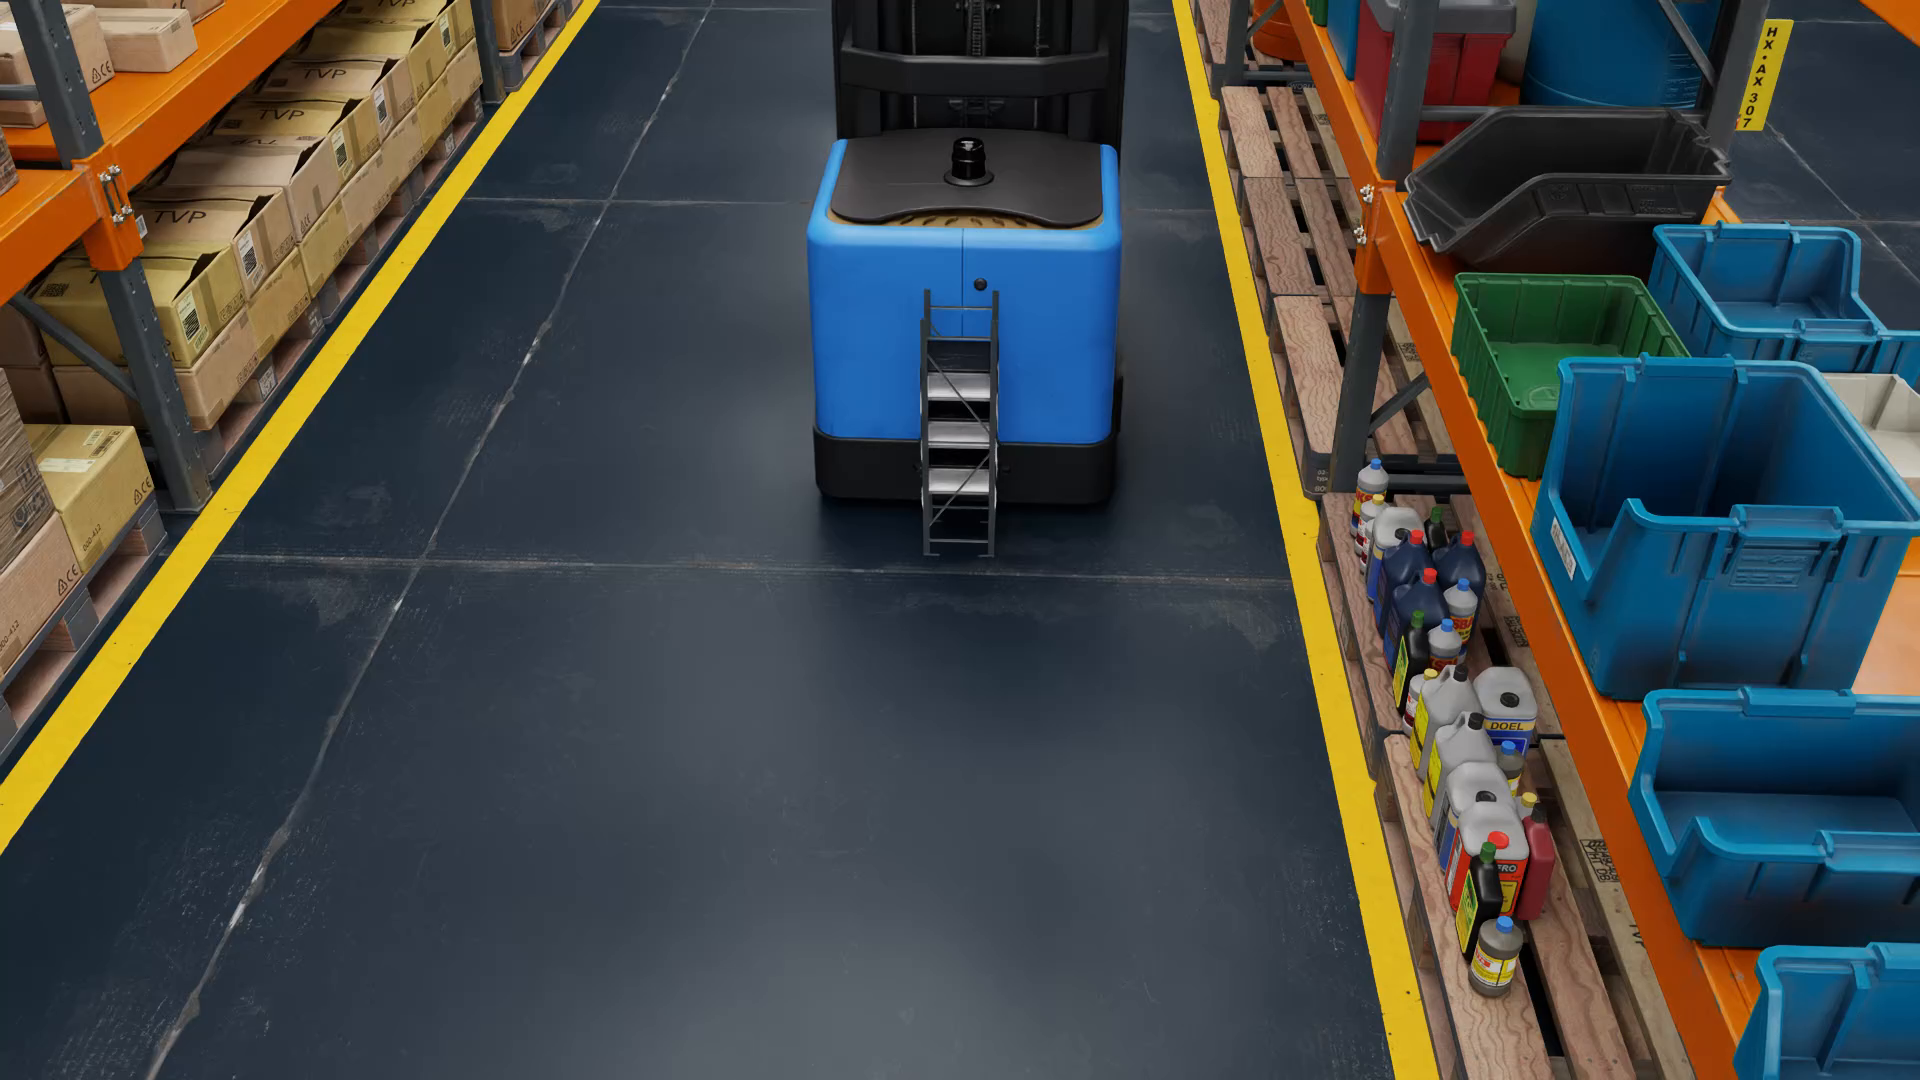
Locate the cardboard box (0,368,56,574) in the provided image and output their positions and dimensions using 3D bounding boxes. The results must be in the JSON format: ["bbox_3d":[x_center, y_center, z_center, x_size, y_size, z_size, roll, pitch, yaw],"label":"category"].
[{"bbox_3d":[-3.016,-0.160,4.742,0.500,0.500,0.500,1,35,2],"label":"cardboard box"}]

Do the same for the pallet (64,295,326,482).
[{"bbox_3d":[-3.193,-0.648,6.488,1.003,0.211,1.213,1,35,2],"label":"pallet"}]

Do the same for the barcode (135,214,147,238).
[{"bbox_3d":[-2.757,-1.051,5.594,0.001,0.075,0.075,1,35,2],"label":"barcode"}]

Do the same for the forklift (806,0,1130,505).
[{"bbox_3d":[0.087,-2.145,6.253,1.130,2.935,3.031,2,35,2],"label":"forklift"}]

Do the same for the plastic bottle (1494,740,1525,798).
[{"bbox_3d":[1.409,0.608,4.327,0.097,0.201,0.097,0,35,0],"label":"plastic bottle"}]

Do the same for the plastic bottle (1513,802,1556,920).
[{"bbox_3d":[1.384,0.774,4.019,0.061,0.283,0.133,1,35,2],"label":"plastic bottle"}]

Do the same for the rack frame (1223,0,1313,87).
[{"bbox_3d":[1.926,-3.546,8.187,1.000,3.000,0.127,1,35,2],"label":"rack frame"}]

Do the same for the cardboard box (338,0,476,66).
[{"bbox_3d":[-2.798,-2.632,8.425,0.500,0.311,0.500,2,35,3],"label":"cardboard box"}]

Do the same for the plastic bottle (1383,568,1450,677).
[{"bbox_3d":[1.311,0.219,4.751,0.144,0.351,0.185,0,35,0],"label":"plastic bottle"}]

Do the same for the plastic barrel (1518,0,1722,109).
[{"bbox_3d":[2.084,-1.668,5.079,0.600,0.901,0.708,1,35,2],"label":"plastic barrel"}]

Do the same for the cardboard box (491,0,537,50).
[{"bbox_3d":[-2.719,-3.075,9.308,0.500,0.500,0.500,3,35,4],"label":"cardboard box"}]

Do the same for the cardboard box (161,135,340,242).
[{"bbox_3d":[-2.873,-1.457,6.753,0.500,0.311,0.500,0,35,0],"label":"cardboard box"}]

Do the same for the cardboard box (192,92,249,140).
[{"bbox_3d":[-3.393,-1.754,7.176,0.500,0.311,0.500,1,35,1],"label":"cardboard box"}]

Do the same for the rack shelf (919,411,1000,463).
[{"bbox_3d":[0.000,-0.346,5.517,0.258,0.077,0.200,1,35,2],"label":"rack shelf"}]

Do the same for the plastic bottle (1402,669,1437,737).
[{"bbox_3d":[1.276,0.442,4.564,0.097,0.201,0.097,0,35,0],"label":"plastic bottle"}]

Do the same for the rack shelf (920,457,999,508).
[{"bbox_3d":[0.000,-0.198,5.621,0.258,0.077,0.200,1,35,2],"label":"rack shelf"}]

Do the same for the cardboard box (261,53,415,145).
[{"bbox_3d":[-2.835,-2.043,7.587,0.500,0.311,0.500,1,35,2],"label":"cardboard box"}]

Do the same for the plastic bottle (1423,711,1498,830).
[{"bbox_3d":[1.286,0.570,4.252,0.144,0.351,0.185,3,35,4],"label":"plastic bottle"}]

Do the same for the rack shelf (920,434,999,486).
[{"bbox_3d":[0.000,-0.272,5.569,0.258,0.077,0.200,1,35,2],"label":"rack shelf"}]

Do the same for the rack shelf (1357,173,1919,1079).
[{"bbox_3d":[1.685,0.196,3.489,1.077,0.370,4.000,1,35,2],"label":"rack shelf"}]

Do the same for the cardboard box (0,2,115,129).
[{"bbox_3d":[-3.208,-1.587,5.530,0.500,0.250,0.500,3,35,5],"label":"cardboard box"}]

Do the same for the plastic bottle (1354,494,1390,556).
[{"bbox_3d":[1.311,-0.052,5.266,0.097,0.201,0.097,0,35,0],"label":"plastic bottle"}]

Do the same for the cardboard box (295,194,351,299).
[{"bbox_3d":[-2.880,-1.229,6.915,0.500,0.250,0.500,0,35,0],"label":"cardboard box"}]

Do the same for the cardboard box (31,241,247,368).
[{"bbox_3d":[-2.918,-0.872,5.921,0.500,0.311,0.500,1,35,2],"label":"cardboard box"}]

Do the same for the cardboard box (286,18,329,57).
[{"bbox_3d":[-3.350,-2.343,8.013,0.500,0.311,0.500,1,35,1],"label":"cardboard box"}]

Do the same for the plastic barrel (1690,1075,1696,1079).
[{"bbox_3d":[1.575,1.228,3.192,0.421,0.512,0.421,0,35,0],"label":"plastic barrel"}]

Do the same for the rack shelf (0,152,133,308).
[{"bbox_3d":[-3.264,0.079,3.654,1.077,0.370,4.000,1,35,2],"label":"rack shelf"}]

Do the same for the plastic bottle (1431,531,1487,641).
[{"bbox_3d":[1.463,0.113,4.901,0.144,0.351,0.185,1,35,2],"label":"plastic bottle"}]

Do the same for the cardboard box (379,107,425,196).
[{"bbox_3d":[-2.841,-1.816,7.752,0.500,0.250,0.500,2,35,3],"label":"cardboard box"}]

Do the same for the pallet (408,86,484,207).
[{"bbox_3d":[-3.095,-2.050,8.483,1.003,0.211,1.213,1,35,2],"label":"pallet"}]

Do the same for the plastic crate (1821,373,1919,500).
[{"bbox_3d":[1.953,-0.201,3.657,0.530,0.136,0.437,1,35,2],"label":"plastic crate"}]

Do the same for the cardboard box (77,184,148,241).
[{"bbox_3d":[-3.439,-1.179,6.357,0.500,0.311,0.500,2,35,3],"label":"cardboard box"}]

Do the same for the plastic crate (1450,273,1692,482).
[{"bbox_3d":[1.429,-0.388,3.877,0.450,0.188,0.662,1,35,2],"label":"plastic crate"}]

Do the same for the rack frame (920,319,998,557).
[{"bbox_3d":[-0.004,-0.314,5.415,0.240,0.900,0.006,1,35,2],"label":"rack frame"}]

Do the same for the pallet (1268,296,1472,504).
[{"bbox_3d":[1.758,-0.559,6.362,1.003,0.211,1.213,1,35,2],"label":"pallet"}]

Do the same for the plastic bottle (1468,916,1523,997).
[{"bbox_3d":[1.241,0.950,3.841,0.097,0.201,0.097,0,35,0],"label":"plastic bottle"}]

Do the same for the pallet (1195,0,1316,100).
[{"bbox_3d":[1.916,-2.859,9.634,1.003,0.211,1.213,1,35,2],"label":"pallet"}]

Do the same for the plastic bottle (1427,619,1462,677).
[{"bbox_3d":[1.342,0.336,4.653,0.097,0.271,0.097,0,35,0],"label":"plastic bottle"}]

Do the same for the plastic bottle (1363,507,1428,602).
[{"bbox_3d":[1.329,0.046,5.062,0.152,0.276,0.135,3,35,4],"label":"plastic bottle"}]

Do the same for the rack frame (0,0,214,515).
[{"bbox_3d":[-3.184,-1.364,5.083,1.000,3.000,0.127,1,35,2],"label":"rack frame"}]

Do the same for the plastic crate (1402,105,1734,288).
[{"bbox_3d":[1.617,-0.925,4.511,0.767,0.338,0.504,1,35,2],"label":"plastic crate"}]

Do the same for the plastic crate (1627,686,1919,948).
[{"bbox_3d":[1.358,0.444,2.639,0.499,0.251,0.408,1,35,2],"label":"plastic crate"}]

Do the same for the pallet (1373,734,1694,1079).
[{"bbox_3d":[1.651,0.981,4.171,1.003,0.211,1.213,1,35,2],"label":"pallet"}]

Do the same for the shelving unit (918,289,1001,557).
[{"bbox_3d":[0.000,-0.373,5.498,0.258,0.900,0.210,1,35,2],"label":"shelving unit"}]

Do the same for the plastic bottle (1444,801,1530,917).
[{"bbox_3d":[1.278,0.775,4.024,0.152,0.276,0.135,2,35,2],"label":"plastic bottle"}]

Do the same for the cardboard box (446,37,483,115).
[{"bbox_3d":[-2.800,-2.401,8.584,0.500,0.250,0.500,2,35,3],"label":"cardboard box"}]

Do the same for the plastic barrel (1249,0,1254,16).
[{"bbox_3d":[1.862,-3.308,9.646,0.421,0.512,0.421,0,35,0],"label":"plastic barrel"}]

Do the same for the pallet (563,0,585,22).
[{"bbox_3d":[-2.904,-3.649,10.758,1.003,0.211,1.213,1,35,2],"label":"pallet"}]

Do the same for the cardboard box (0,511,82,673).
[{"bbox_3d":[-3.014,0.147,4.958,0.500,0.250,0.500,1,35,2],"label":"cardboard box"}]

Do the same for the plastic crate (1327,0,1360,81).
[{"bbox_3d":[1.499,-1.882,5.833,0.392,0.384,0.575,1,35,2],"label":"plastic crate"}]

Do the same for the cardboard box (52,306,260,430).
[{"bbox_3d":[-2.920,-0.637,6.074,0.500,0.250,0.500,1,35,1],"label":"cardboard box"}]

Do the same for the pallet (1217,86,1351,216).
[{"bbox_3d":[1.856,-1.961,8.357,1.003,0.211,1.213,1,35,2],"label":"pallet"}]
